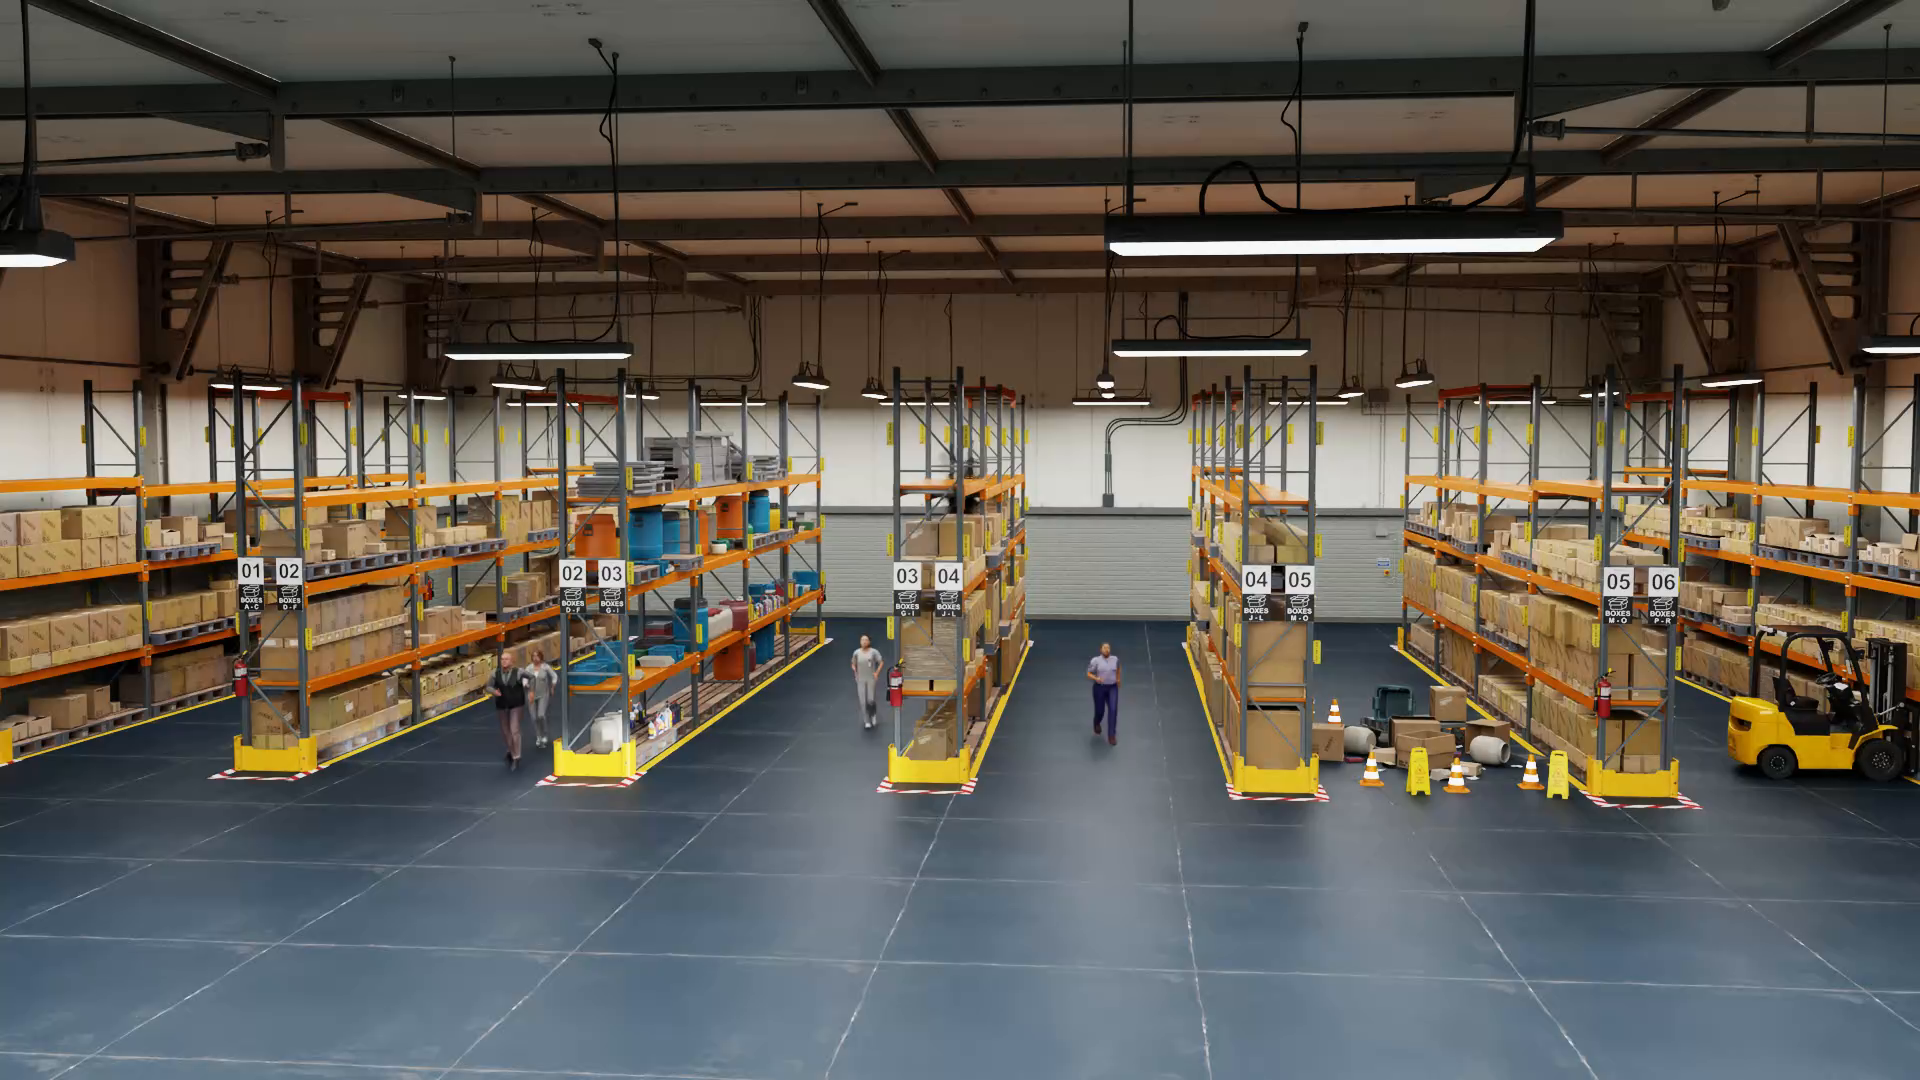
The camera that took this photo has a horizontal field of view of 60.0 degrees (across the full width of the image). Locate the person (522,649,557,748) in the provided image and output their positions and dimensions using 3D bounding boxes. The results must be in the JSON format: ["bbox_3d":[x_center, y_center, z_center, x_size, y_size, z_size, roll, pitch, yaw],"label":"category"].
[{"bbox_3d":[-6.755,2.543,26.655,0.510,1.578,0.644,0,4,0],"label":"person"}]

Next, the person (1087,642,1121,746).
[{"bbox_3d":[2.376,2.483,27.262,0.613,1.650,0.930,0,4,-6],"label":"person"}]

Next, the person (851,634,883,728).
[{"bbox_3d":[-1.603,2.418,28.427,0.539,1.618,0.541,0,4,6],"label":"person"}]

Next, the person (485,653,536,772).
[{"bbox_3d":[-6.801,2.575,25.157,0.710,1.777,0.755,0,4,2],"label":"person"}]

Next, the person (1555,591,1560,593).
[{"bbox_3d":[12.596,1.905,34.982,0.661,1.769,0.993,0,4,-1],"label":"person"}]
